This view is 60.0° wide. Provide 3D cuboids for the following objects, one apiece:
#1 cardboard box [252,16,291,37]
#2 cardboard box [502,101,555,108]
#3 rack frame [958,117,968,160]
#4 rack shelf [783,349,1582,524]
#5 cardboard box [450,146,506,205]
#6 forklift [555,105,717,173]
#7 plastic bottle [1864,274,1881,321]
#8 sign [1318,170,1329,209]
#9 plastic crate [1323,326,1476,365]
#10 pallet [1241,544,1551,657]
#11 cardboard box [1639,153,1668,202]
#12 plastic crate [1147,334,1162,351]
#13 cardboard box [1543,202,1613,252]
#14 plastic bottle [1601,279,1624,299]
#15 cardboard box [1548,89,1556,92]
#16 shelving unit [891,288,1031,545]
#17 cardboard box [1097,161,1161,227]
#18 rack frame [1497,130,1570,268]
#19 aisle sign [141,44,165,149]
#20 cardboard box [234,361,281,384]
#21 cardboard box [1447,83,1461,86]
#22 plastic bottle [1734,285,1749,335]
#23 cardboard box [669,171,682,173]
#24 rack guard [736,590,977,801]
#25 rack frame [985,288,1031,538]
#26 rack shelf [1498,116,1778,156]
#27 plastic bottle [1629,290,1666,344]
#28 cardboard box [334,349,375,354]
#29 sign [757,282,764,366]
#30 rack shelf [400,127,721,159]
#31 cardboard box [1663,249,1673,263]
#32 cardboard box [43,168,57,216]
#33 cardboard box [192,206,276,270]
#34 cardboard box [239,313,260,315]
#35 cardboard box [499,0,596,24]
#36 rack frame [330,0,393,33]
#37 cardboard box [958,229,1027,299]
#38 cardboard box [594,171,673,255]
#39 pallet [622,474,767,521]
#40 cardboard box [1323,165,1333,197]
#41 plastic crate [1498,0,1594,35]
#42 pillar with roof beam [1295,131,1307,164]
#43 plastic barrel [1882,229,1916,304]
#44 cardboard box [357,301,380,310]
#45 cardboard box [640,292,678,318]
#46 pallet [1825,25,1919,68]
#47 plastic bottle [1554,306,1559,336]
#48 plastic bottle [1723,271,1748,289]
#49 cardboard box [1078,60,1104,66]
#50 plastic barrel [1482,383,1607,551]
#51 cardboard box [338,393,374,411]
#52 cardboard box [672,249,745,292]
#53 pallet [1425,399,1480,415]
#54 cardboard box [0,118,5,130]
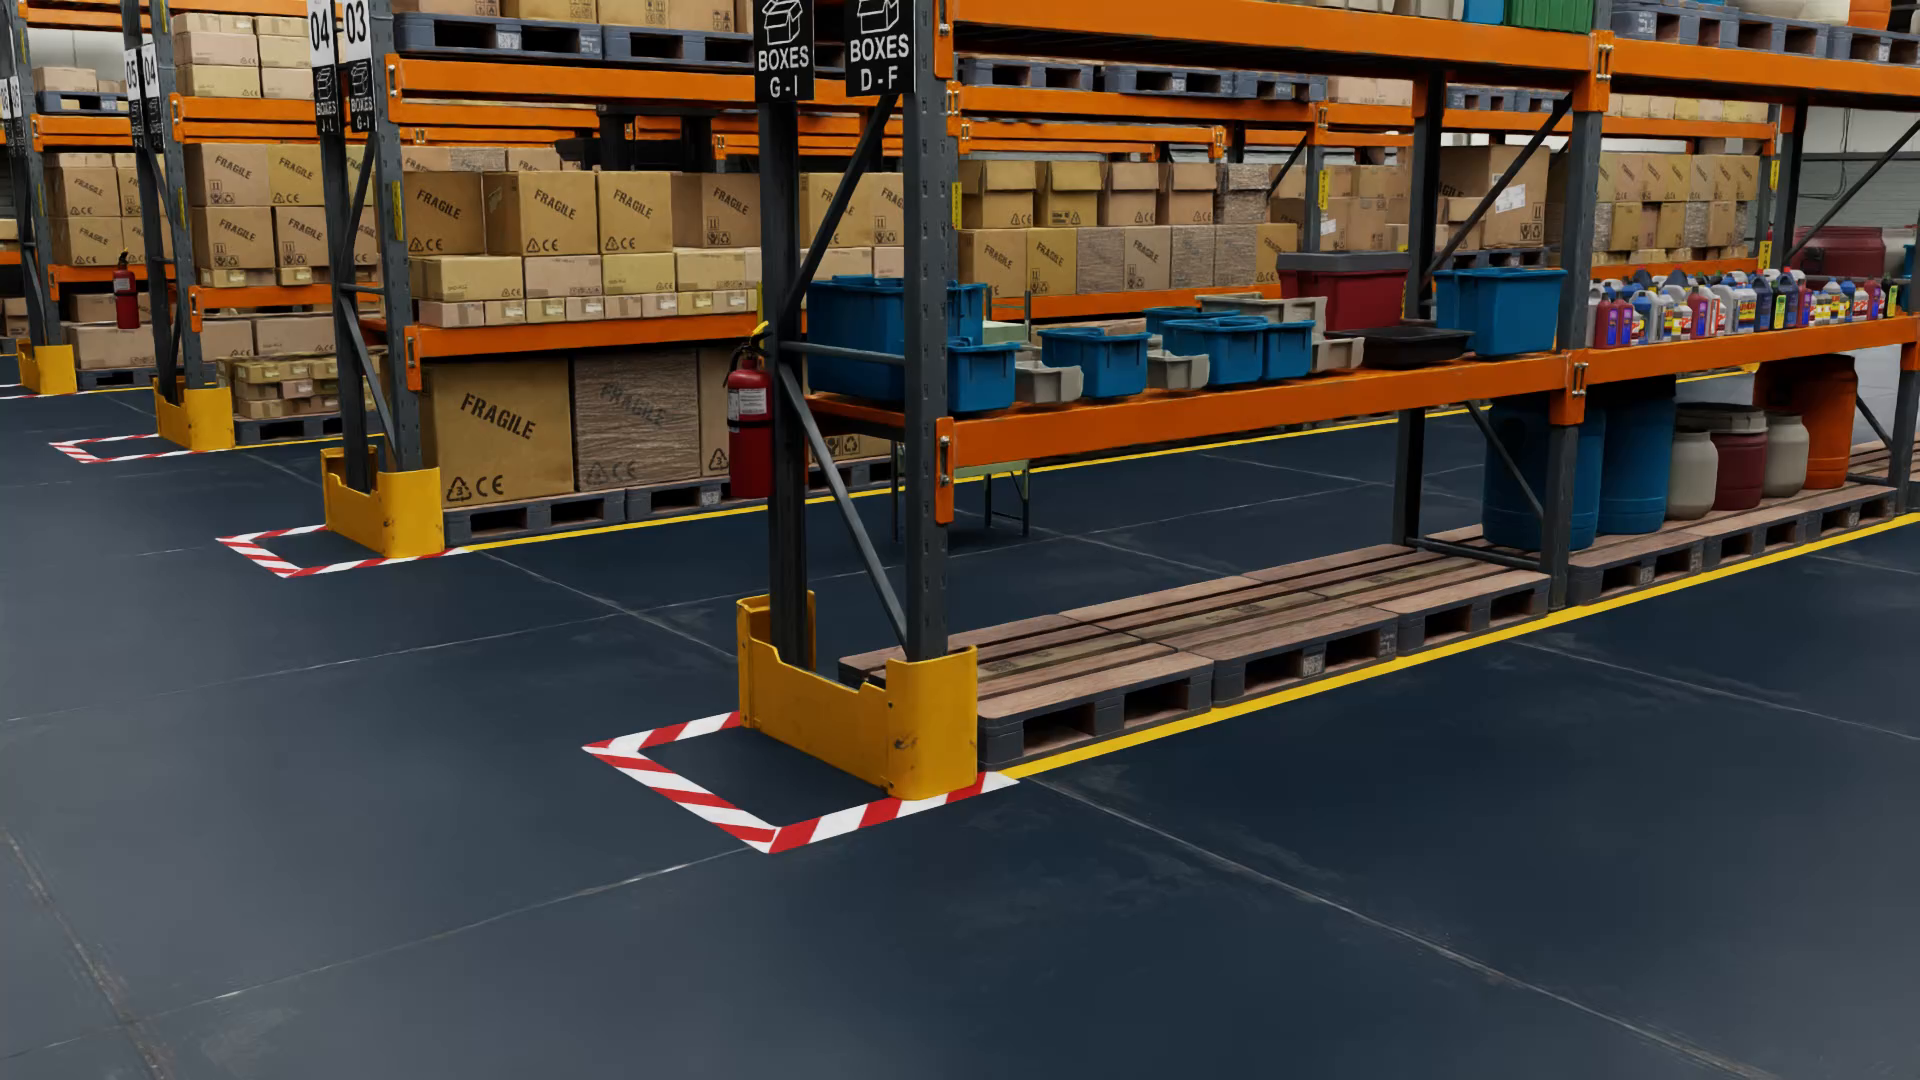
[{"bbox_3d":[-5.651,-4.183,13.582,0.250,0.149,0.380,-9,15,-38],"label":"cardboard box"},{"bbox_3d":[-4.002,-4.033,15.041,0.500,0.250,0.500,-9,15,-38],"label":"cardboard box"},{"bbox_3d":[-0.267,-3.329,18.584,0.127,3.000,1.000,-9,15,-38],"label":"rack frame"},{"bbox_3d":[1.162,-0.577,7.358,4.000,0.370,1.077,-9,15,-38],"label":"rack shelf"},{"bbox_3d":[-4.397,-3.256,14.878,0.500,0.500,0.500,-9,15,-36],"label":"cardboard box"},{"bbox_3d":[-2.762,-2.380,14.280,1.130,2.935,3.031,-7,14,-30],"label":"forklift"},{"bbox_3d":[5.617,-1.499,10.248,0.133,0.283,0.061,-9,15,-38],"label":"plastic bottle"},{"bbox_3d":[3.102,-2.988,14.191,0.005,0.325,0.100,-9,15,-38],"label":"sign"},{"bbox_3d":[2.017,-0.895,7.639,0.590,0.125,0.437,-9,15,-38],"label":"plastic crate"},{"bbox_3d":[2.173,0.277,8.316,1.213,0.211,1.003,-9,15,-38],"label":"pallet"},{"bbox_3d":[7.166,-3.861,17.725,0.500,0.500,0.500,-9,15,-38],"label":"cardboard box"},{"bbox_3d":[0.781,-0.822,7.269,0.250,0.136,0.298,-9,15,-38],"label":"plastic crate"},{"bbox_3d":[6.266,-3.273,17.364,0.500,0.500,0.875,-9,15,-38],"label":"cardboard box"},{"bbox_3d":[3.794,-1.392,9.762,0.135,0.276,0.152,-9,15,-38],"label":"plastic bottle"},{"bbox_3d":[5.949,-4.708,17.259,0.250,0.149,0.380,-9,15,-36],"label":"cardboard box"},{"bbox_3d":[0.005,-0.735,9.977,0.755,1.500,0.431,-9,15,-38],"label":"shelving unit"},{"bbox_3d":[1.141,-2.786,13.373,0.637,0.503,0.797,-9,15,-36],"label":"cardboard box"},{"bbox_3d":[5.876,-3.030,17.178,0.127,3.000,1.000,-9,15,-38],"label":"rack frame"},{"bbox_3d":[-6.384,-3.504,13.151,0.004,0.787,0.394,-9,15,-38],"label":"aisle sign"},{"bbox_3d":[-5.893,-1.405,13.946,0.250,0.149,0.380,-10,16,-40],"label":"cardboard box"},{"bbox_3d":[4.474,-4.329,15.624,0.250,0.166,0.380,-10,16,-39],"label":"cardboard box"},{"bbox_3d":[4.334,-1.285,9.268,0.097,0.271,0.097,0,12,0],"label":"plastic bottle"},{"bbox_3d":[-3.679,-4.547,21.673,0.500,0.500,0.500,-10,16,-39],"label":"cardboard box"},{"bbox_3d":[-0.411,0.558,6.296,0.348,0.500,1.175,-9,15,-38],"label":"rack guard"},{"bbox_3d":[0.291,-0.782,10.201,0.023,1.500,0.400,-9,15,-38],"label":"rack frame"},{"bbox_3d":[7.438,-4.405,18.163,4.000,0.370,1.077,-9,15,-38],"label":"rack shelf"},{"bbox_3d":[3.608,-1.174,8.734,0.135,0.276,0.152,-9,15,-38],"label":"plastic bottle"},{"bbox_3d":[-5.487,-1.647,15.084,0.250,0.149,0.380,-9,15,-36],"label":"cardboard box"},{"bbox_3d":[-0.756,-0.837,6.455,0.005,0.325,0.100,-9,15,-38],"label":"sign"},{"bbox_3d":[-5.000,-4.974,20.844,4.000,0.370,1.077,-9,15,-38],"label":"rack shelf"},{"bbox_3d":[7.562,-3.123,18.220,0.250,0.149,0.380,-9,15,-38],"label":"cardboard box"},{"bbox_3d":[-9.457,-3.720,17.776,0.500,0.500,0.500,-9,15,-36],"label":"cardboard box"},{"bbox_3d":[-5.991,-2.499,13.717,0.500,0.500,0.500,-9,15,-35],"label":"cardboard box"},{"bbox_3d":[-9.917,-3.095,23.335,0.250,0.149,0.380,-10,16,-39],"label":"cardboard box"},{"bbox_3d":[-2.607,-3.373,10.079,0.500,0.500,0.700,-10,16,-40],"label":"cardboard box"},{"bbox_3d":[-3.494,-4.408,9.221,0.127,3.000,1.000,-9,15,-38],"label":"rack frame"},{"bbox_3d":[0.144,-2.060,12.369,0.500,0.500,0.500,-9,15,-37],"label":"cardboard box"},{"bbox_3d":[-2.160,-2.064,10.465,0.500,0.500,0.500,-10,16,-39],"label":"cardboard box"},{"bbox_3d":[-1.967,-0.383,11.424,1.213,0.211,1.003,-9,15,-38],"label":"pallet"},{"bbox_3d":[4.439,-4.700,22.079,0.500,0.550,0.875,-9,15,-38],"label":"cardboard box"},{"bbox_3d":[2.581,-2.448,7.726,0.662,0.188,0.450,-9,15,-38],"label":"plastic crate"},{"bbox_3d":[10.658,-9.810,34.665,0.548,9.000,9.100,-9,15,-38],"label":"pillar with roof beam"},{"bbox_3d":[6.517,-1.931,11.730,0.421,0.512,0.421,0,12,0],"label":"plastic barrel"},{"bbox_3d":[-8.738,-3.484,24.320,0.500,0.500,0.500,-10,15,-38],"label":"cardboard box"},{"bbox_3d":[-2.008,-1.510,10.623,0.250,0.149,0.380,-10,15,-38],"label":"cardboard box"},{"bbox_3d":[5.188,-2.999,10.265,1.213,0.211,1.003,-9,15,-38],"label":"pallet"},{"bbox_3d":[3.327,-1.314,9.212,0.185,0.351,0.144,-9,15,-38],"label":"plastic bottle"},{"bbox_3d":[4.946,-1.583,10.663,0.135,0.276,0.152,-9,15,-38],"label":"plastic bottle"},{"bbox_3d":[0.886,-3.711,12.755,0.250,0.149,0.380,-10,16,-40],"label":"cardboard box"},{"bbox_3d":[3.159,-0.436,8.999,0.708,0.901,0.600,-9,15,-38],"label":"plastic barrel"},{"bbox_3d":[-5.294,-1.214,14.475,0.250,0.149,0.380,-9,15,-37],"label":"cardboard box"},{"bbox_3d":[-1.750,-1.765,10.866,0.500,0.250,0.500,-10,15,-39],"label":"cardboard box"},{"bbox_3d":[4.316,-1.406,16.241,1.213,0.211,1.003,-9,15,-38],"label":"pallet"},{"bbox_3d":[-12.206,-5.271,21.115,0.250,0.149,0.380,-9,15,-37],"label":"cardboard box"}]
